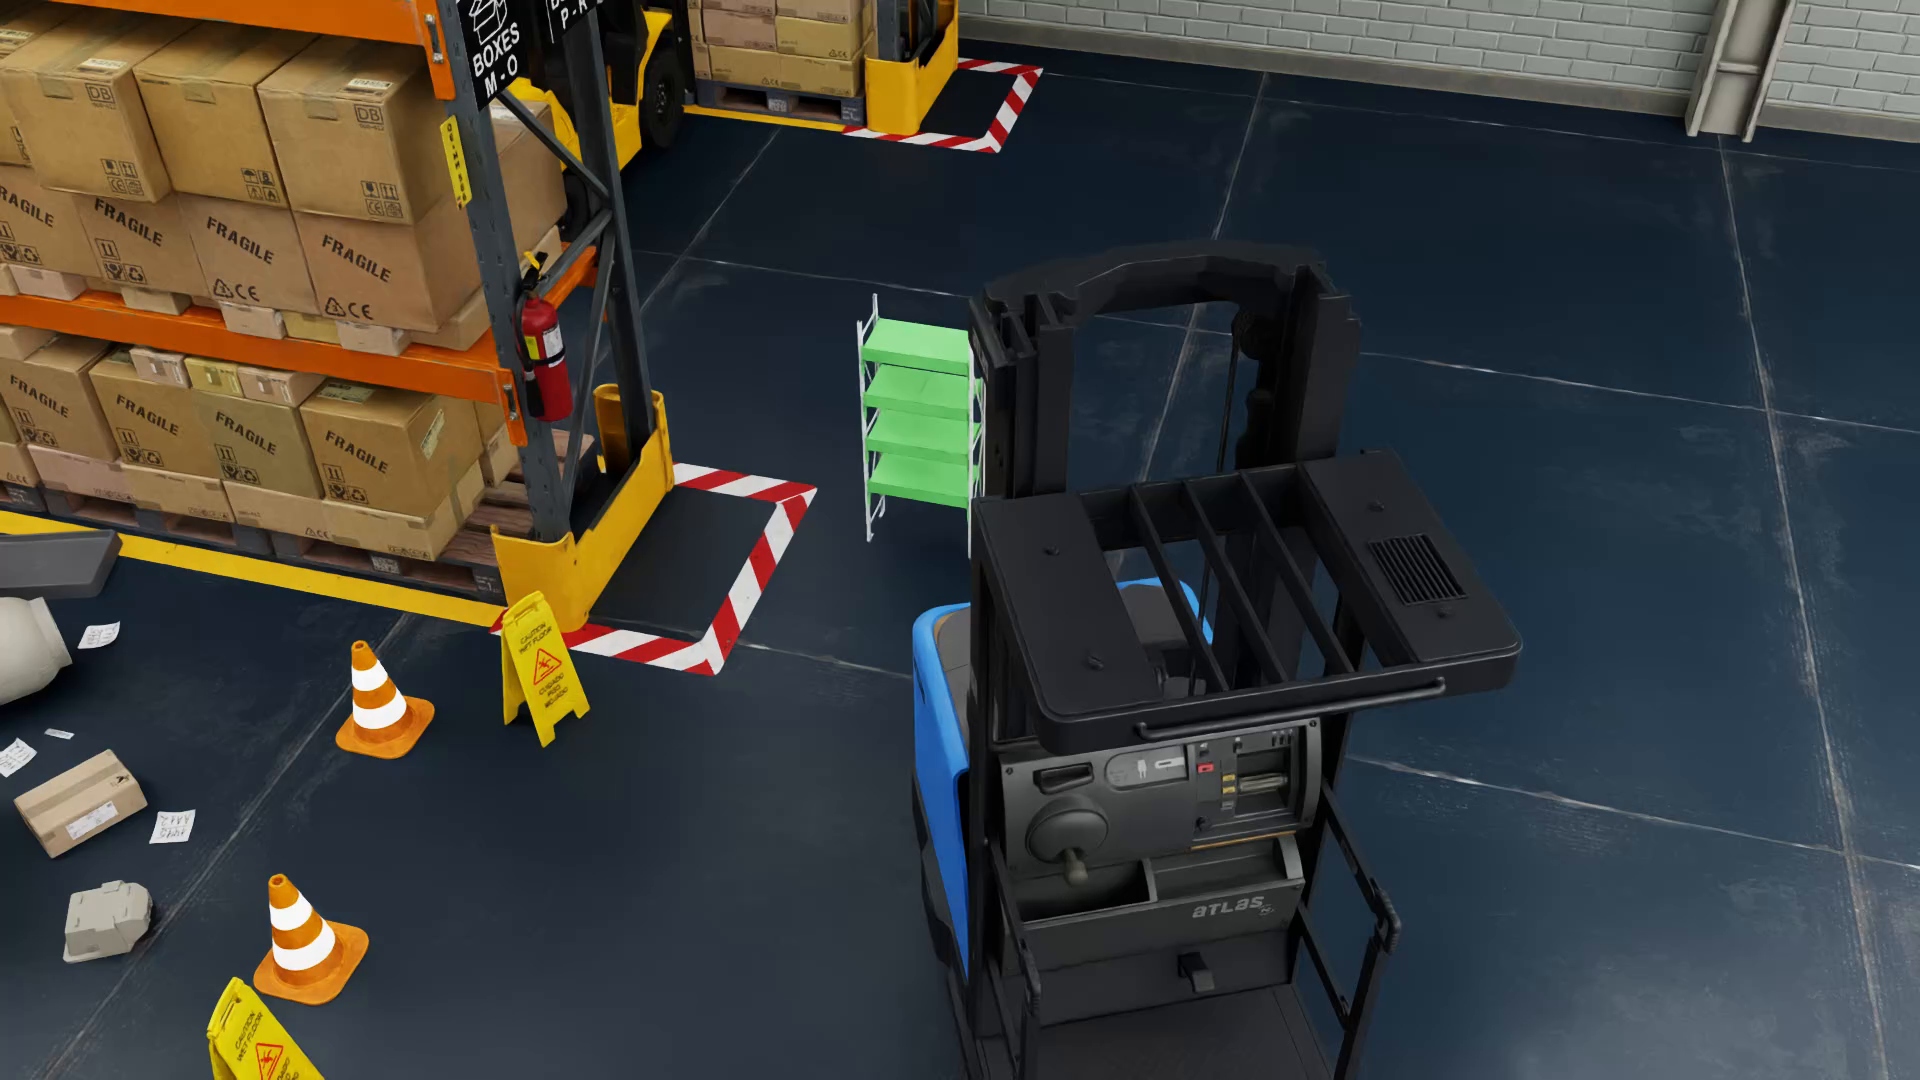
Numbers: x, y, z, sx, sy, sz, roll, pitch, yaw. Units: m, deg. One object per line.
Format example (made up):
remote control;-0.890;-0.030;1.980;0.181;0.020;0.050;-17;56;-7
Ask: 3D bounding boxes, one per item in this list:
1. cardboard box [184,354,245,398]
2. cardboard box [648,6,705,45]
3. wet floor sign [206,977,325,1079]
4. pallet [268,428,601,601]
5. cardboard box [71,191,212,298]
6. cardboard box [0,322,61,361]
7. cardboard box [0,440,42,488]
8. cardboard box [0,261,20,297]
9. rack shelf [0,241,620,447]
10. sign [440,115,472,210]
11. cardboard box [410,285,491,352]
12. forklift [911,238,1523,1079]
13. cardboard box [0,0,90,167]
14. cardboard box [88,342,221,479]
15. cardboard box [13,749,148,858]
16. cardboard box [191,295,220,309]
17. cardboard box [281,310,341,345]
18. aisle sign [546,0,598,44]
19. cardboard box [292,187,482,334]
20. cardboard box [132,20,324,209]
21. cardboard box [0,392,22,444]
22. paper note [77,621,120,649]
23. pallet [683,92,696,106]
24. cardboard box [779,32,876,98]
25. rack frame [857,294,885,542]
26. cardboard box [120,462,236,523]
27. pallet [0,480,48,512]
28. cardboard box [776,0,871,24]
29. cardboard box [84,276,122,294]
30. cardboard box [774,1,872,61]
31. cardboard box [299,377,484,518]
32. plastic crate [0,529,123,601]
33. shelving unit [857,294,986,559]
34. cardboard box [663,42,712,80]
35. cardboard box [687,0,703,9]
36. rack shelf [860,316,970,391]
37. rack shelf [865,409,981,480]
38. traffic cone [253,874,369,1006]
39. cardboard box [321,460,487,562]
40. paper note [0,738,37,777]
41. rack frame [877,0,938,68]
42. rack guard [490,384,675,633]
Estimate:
cardboard box;-3.074;-0.789;7.105;0.250;0.149;0.380;10;41;12
cardboard box;-1.876;-3.544;11.085;0.500;0.250;0.500;9;41;10
wet floor sign;-2.261;1.657;5.299;0.232;0.644;0.267;3;40;4
pallet;-2.468;-0.213;7.864;1.213;0.211;1.003;10;41;11
cardboard box;-3.179;-1.354;6.745;0.500;0.500;0.500;10;41;11
cardboard box;-4.119;-0.968;7.319;0.250;0.149;0.380;12;41;14
cardboard box;-4.464;-0.536;7.892;0.500;0.250;0.500;12;41;14
cardboard box;-4.028;-1.209;7.078;0.250;0.149;0.380;10;41;12
rack shelf;-3.551;-1.168;7.392;4.000;0.370;1.077;10;41;11
sign;-1.781;-1.334;5.884;0.005;0.325;0.100;10;41;11
cardboard box;-2.035;-0.944;6.761;0.250;0.149;0.380;11;41;13
forklift;0.618;0.807;4.535;1.130;2.935;3.031;-8;41;-9
cardboard box;-3.621;-1.874;6.587;0.500;0.500;0.700;10;41;11
cardboard box;-3.451;-0.650;7.444;0.500;0.500;0.500;9;41;10
cardboard box;-3.406;1.018;6.447;0.250;0.149;0.380;33;50;33
cardboard box;-3.018;-1.127;6.979;0.250;0.149;0.380;10;41;12
cardboard box;-2.551;-0.973;6.796;0.250;0.149;0.380;9;41;11
aisle sign;-1.478;-2.289;6.146;0.004;0.787;0.394;10;41;11
cardboard box;-2.214;-1.182;6.541;0.500;0.500;0.500;9;41;11
cardboard box;-2.655;-1.684;6.361;0.500;0.500;0.700;10;41;12
cardboard box;-4.462;-0.823;7.651;0.500;0.500;0.500;11;41;13
paper note;-3.757;0.413;7.258;0.148;0.019;0.142;-3;40;-4
pallet;-2.263;-3.433;11.698;1.213;0.211;1.003;10;41;11
cardboard box;-0.875;-3.185;11.046;0.500;0.250;0.500;10;41;12
rack frame;-0.396;-0.528;7.470;0.015;1.200;0.240;10;41;11
cardboard box;-3.474;-0.361;7.683;0.500;0.250;0.500;8;41;10
pallet;-4.825;-0.618;8.347;1.213;0.211;1.003;10;41;11
cardboard box;-0.864;-3.569;10.726;0.500;0.250;0.500;11;41;13
cardboard box;-3.507;-1.210;7.078;0.250;0.149;0.380;10;41;11
cardboard box;-0.890;-3.381;10.891;0.500;0.250;0.500;9;41;11
cardboard box;-2.460;-0.477;7.239;0.500;0.500;0.500;10;41;12
plastic crate;-4.178;0.113;7.578;0.583;0.080;0.402;-3;40;-4
shelving unit;-0.160;-0.487;7.421;0.503;1.200;0.258;10;41;11
cardboard box;-1.833;-3.362;11.257;0.500;0.250;0.500;10;41;12
cardboard box;-1.849;-3.728;10.915;0.500;0.250;0.500;10;41;12
rack shelf;-0.160;-0.806;7.154;0.480;0.148;0.258;10;41;11
rack shelf;-0.160;-0.438;7.463;0.480;0.148;0.258;10;41;11
traffic cone;-2.326;1.337;5.823;0.334;0.463;0.336;10;41;11
cardboard box;-2.492;-0.190;7.480;0.500;0.250;0.500;10;41;11
paper note;-3.828;0.876;6.717;0.142;0.019;0.148;24;46;26
rack frame;-0.339;-4.195;10.437;0.127;3.000;1.000;10;41;11
rack guard;-1.692;-0.166;7.584;0.348;0.500;1.175;10;41;11
